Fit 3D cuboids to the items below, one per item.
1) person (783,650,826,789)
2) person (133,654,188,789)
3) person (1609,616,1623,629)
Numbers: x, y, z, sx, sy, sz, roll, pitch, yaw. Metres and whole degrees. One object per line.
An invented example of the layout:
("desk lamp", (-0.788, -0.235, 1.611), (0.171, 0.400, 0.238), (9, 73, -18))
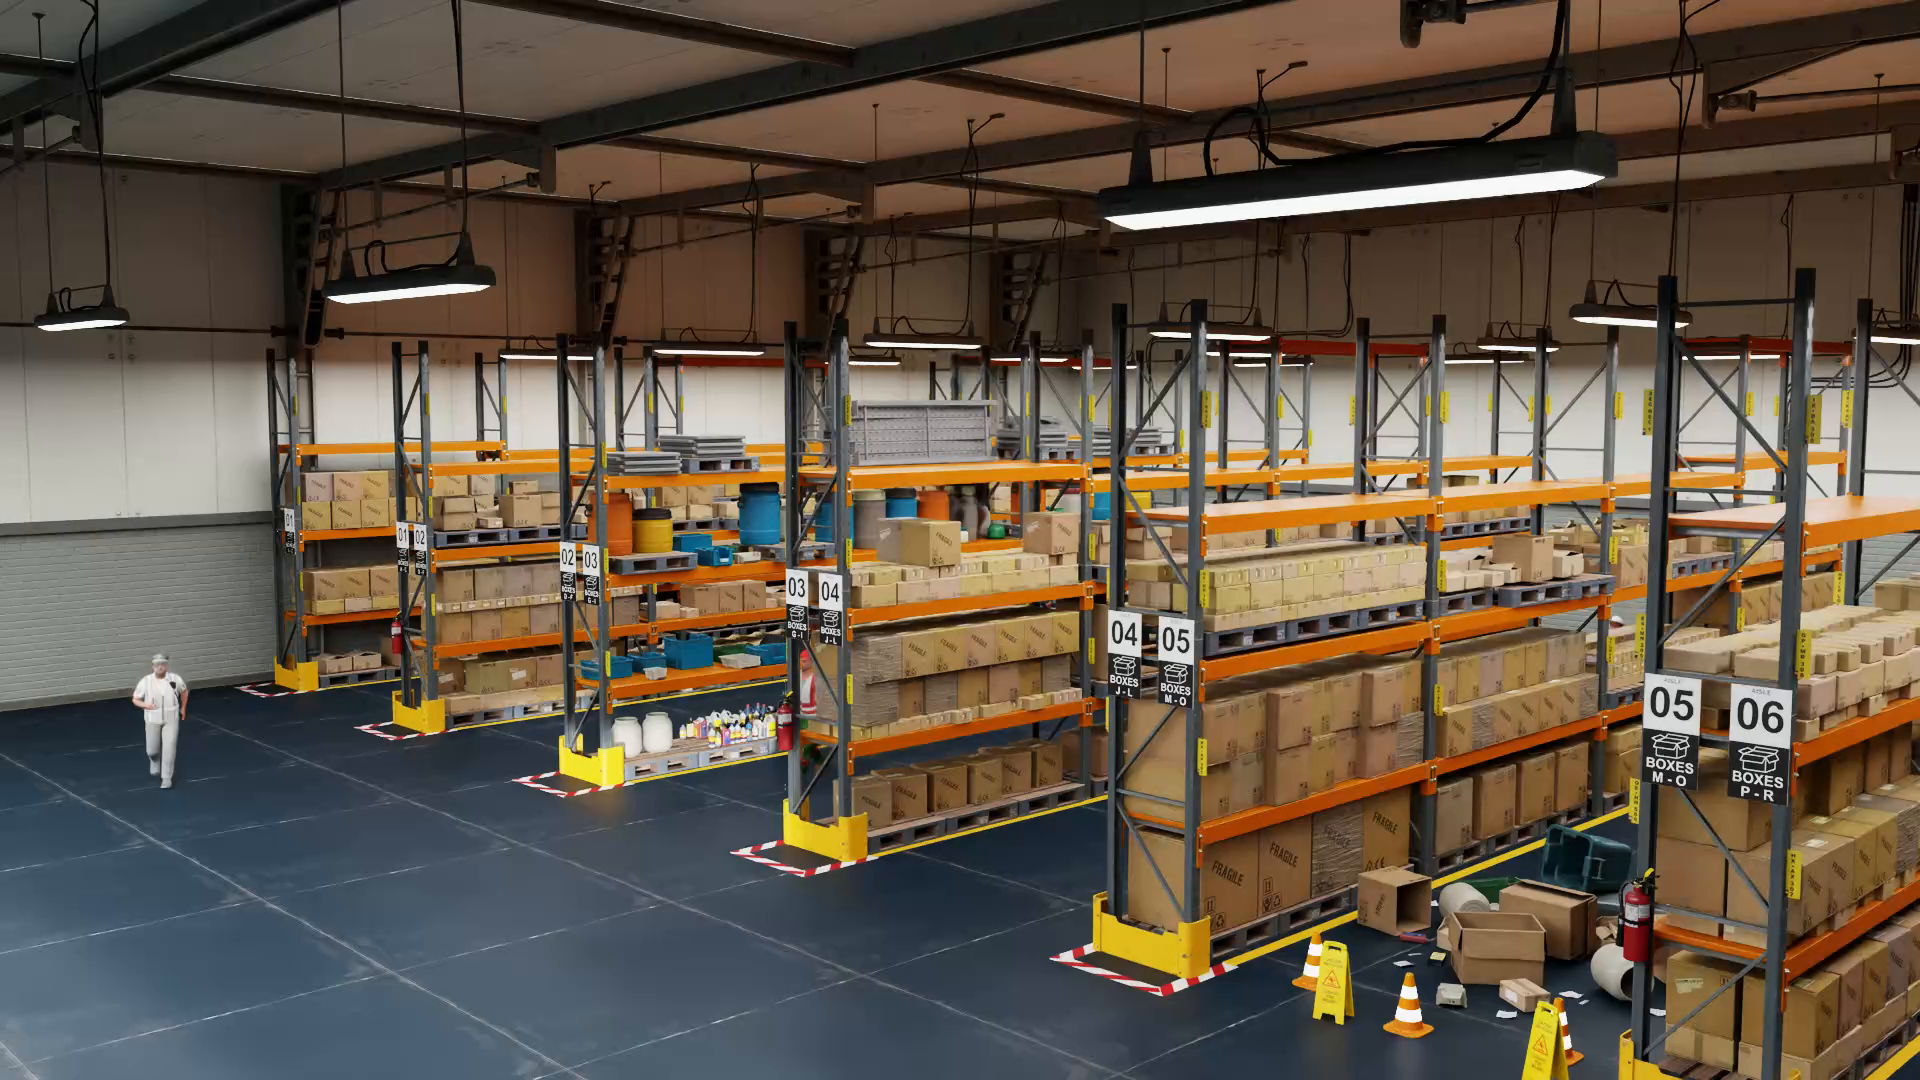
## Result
("person", (-2.022, 2.332, 22.009), (0.662, 1.774, 0.994), (3, 6, 29))
("person", (-10.611, 2.370, 22.108), (0.676, 1.755, 0.817), (-3, 6, -28))
("person", (10.086, 2.050, 25.671), (0.667, 1.760, 0.640), (-4, 6, -38))
